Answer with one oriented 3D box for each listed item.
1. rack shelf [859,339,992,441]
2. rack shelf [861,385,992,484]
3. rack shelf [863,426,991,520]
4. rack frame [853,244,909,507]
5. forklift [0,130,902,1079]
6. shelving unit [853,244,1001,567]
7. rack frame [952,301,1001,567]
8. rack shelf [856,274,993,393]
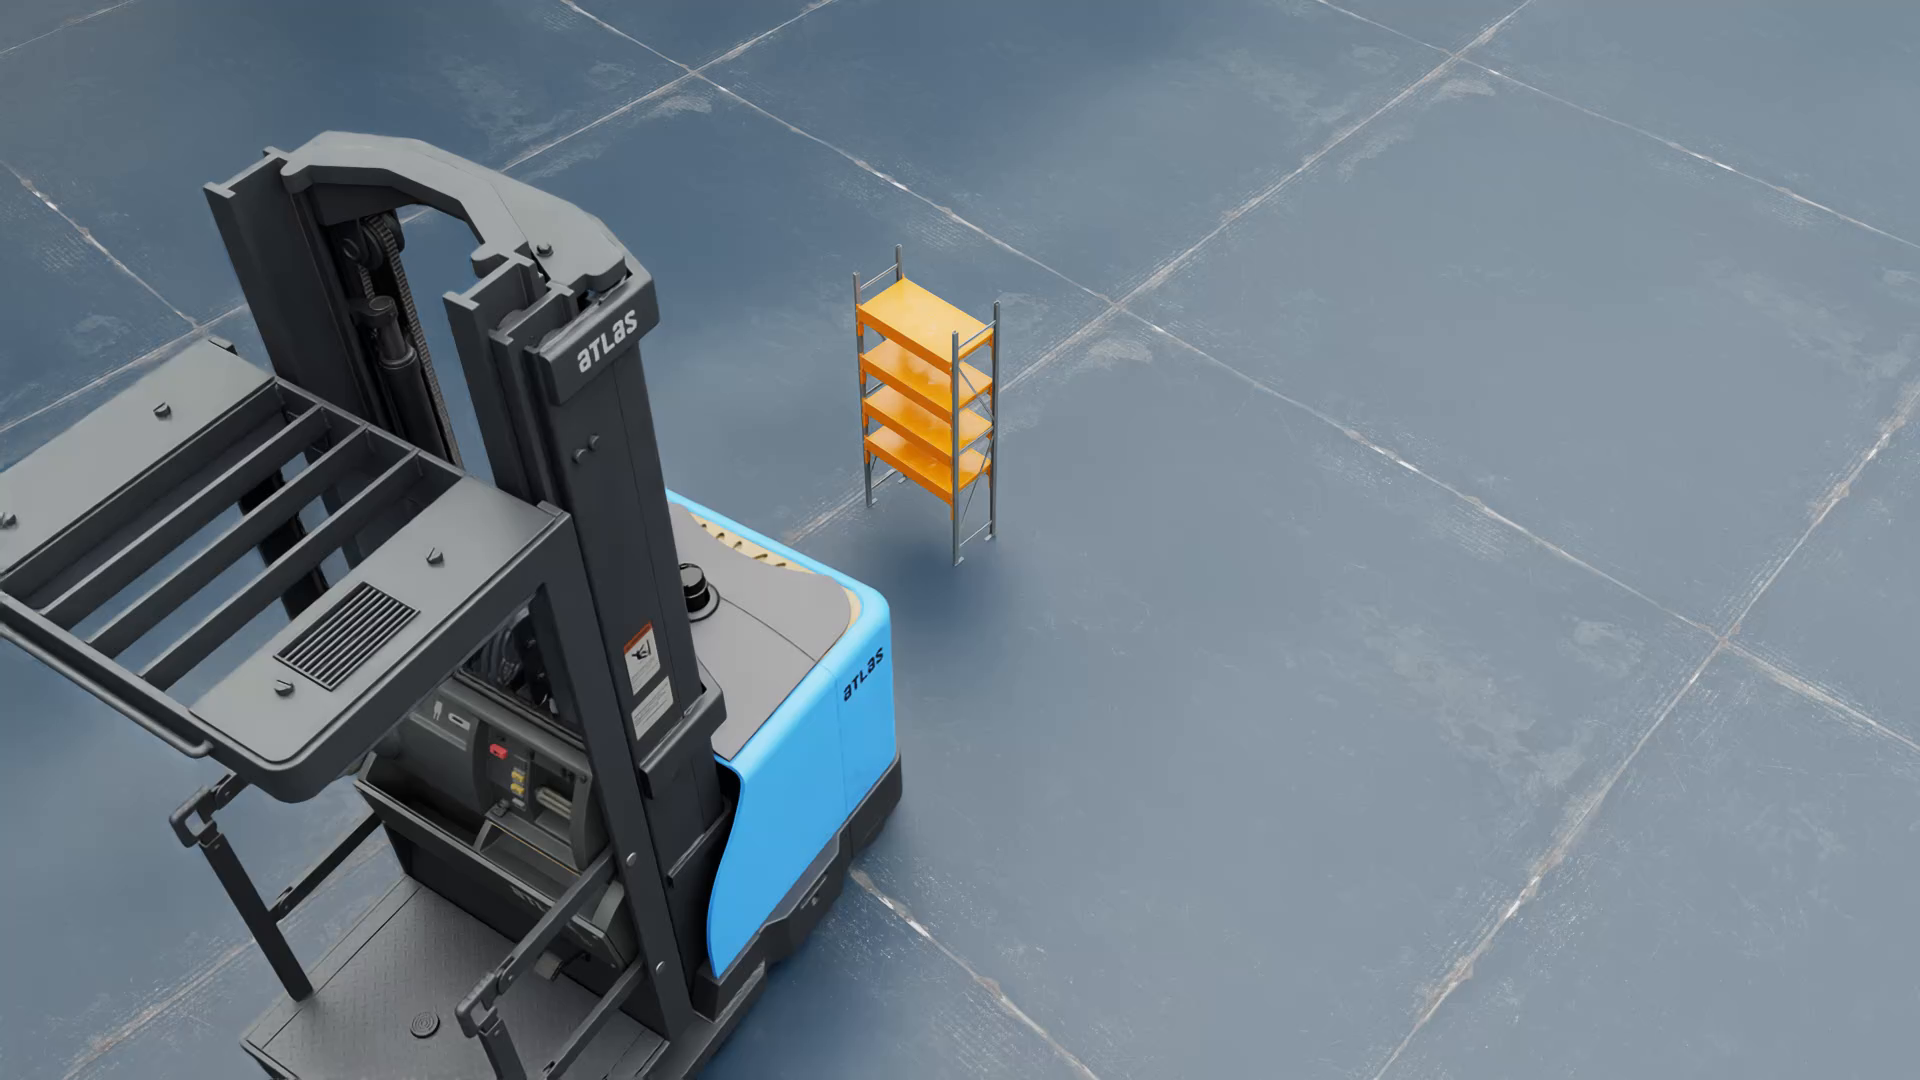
[{"bbox_3d":[-0.122,-0.600,6.275,0.480,0.148,0.258,34,55,28],"label":"rack shelf"},{"bbox_3d":[-0.122,-0.446,6.438,0.480,0.148,0.258,34,55,28],"label":"rack shelf"},{"bbox_3d":[-0.122,-0.311,6.583,0.480,0.148,0.258,34,55,28],"label":"rack shelf"},{"bbox_3d":[-0.301,-0.613,6.503,0.015,1.200,0.240,34,55,28],"label":"rack frame"},{"bbox_3d":[-1.414,0.628,4.149,1.130,2.935,3.031,25,52,21],"label":"forklift"},{"bbox_3d":[-0.122,-0.493,6.389,0.503,1.200,0.258,34,55,28],"label":"shelving unit"},{"bbox_3d":[0.058,-0.372,6.276,0.015,1.200,0.240,34,55,28],"label":"rack frame"},{"bbox_3d":[-0.122,-0.762,6.103,0.480,0.148,0.258,34,55,28],"label":"rack shelf"}]
